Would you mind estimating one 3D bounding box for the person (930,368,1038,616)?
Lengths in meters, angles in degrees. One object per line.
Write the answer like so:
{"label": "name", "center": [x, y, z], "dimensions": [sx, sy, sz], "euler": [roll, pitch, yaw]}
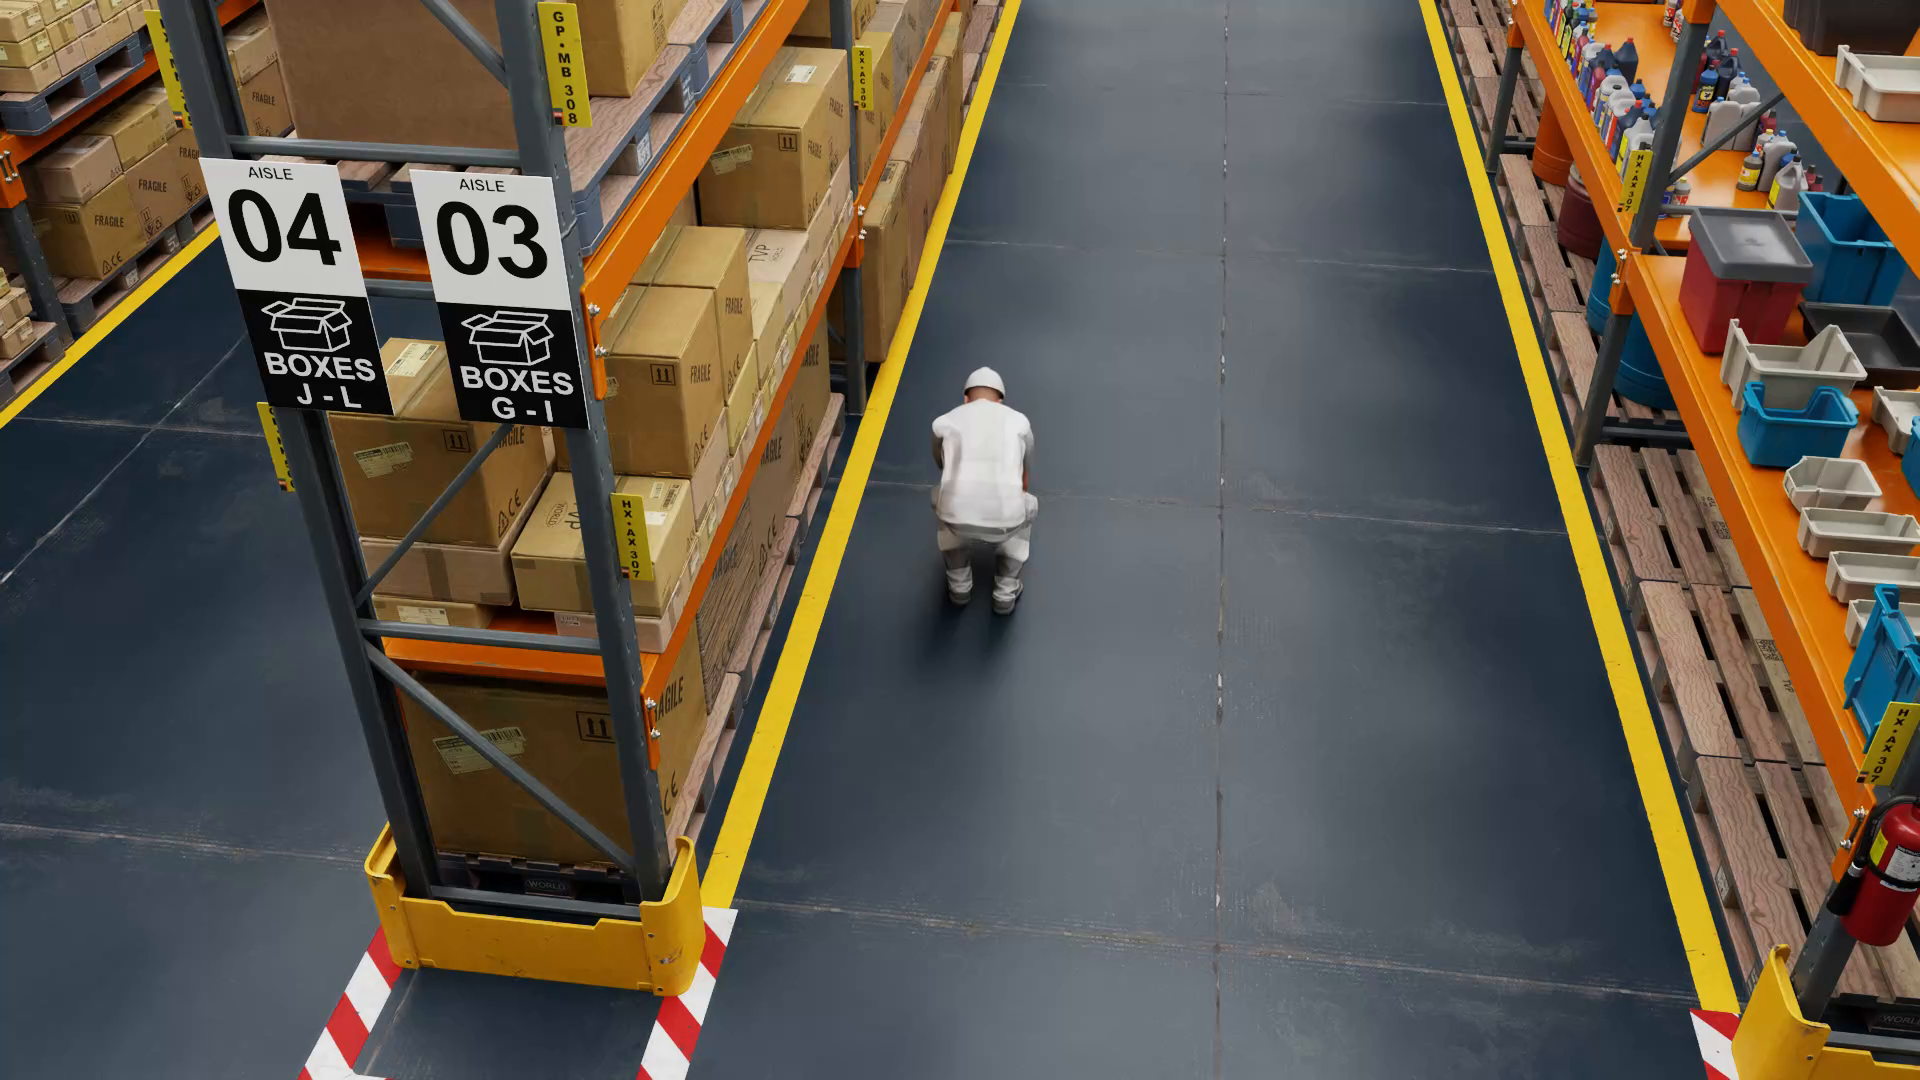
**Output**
{"label": "person", "center": [0.115, -0.206, 7.995], "dimensions": [0.528, 0.986, 0.935], "euler": [3, 36, 4]}
